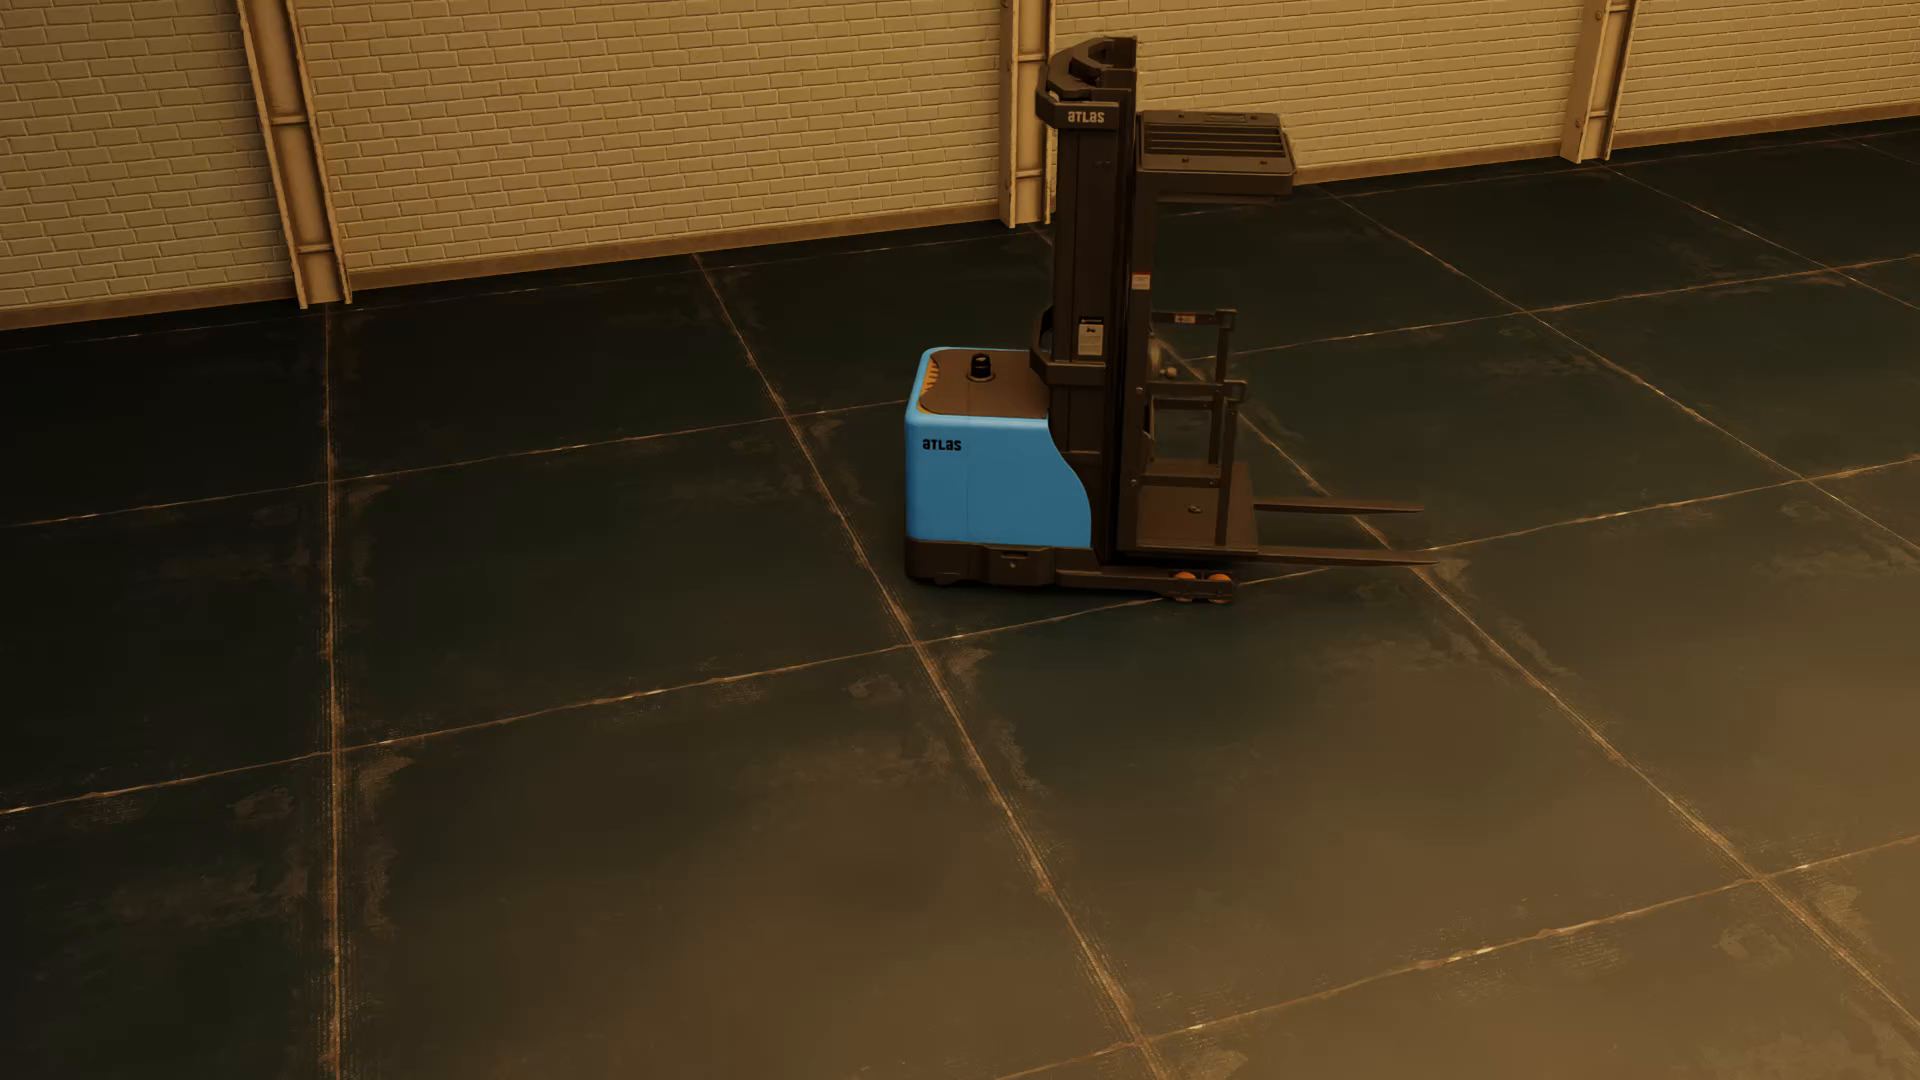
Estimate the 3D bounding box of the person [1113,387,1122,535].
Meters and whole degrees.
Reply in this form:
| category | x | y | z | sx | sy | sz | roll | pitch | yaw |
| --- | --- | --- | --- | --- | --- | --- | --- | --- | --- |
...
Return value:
| category | x | y | z | sx | sy | sz | roll | pitch | yaw |
| --- | --- | --- | --- | --- | --- | --- | --- | --- | --- |
| person | 0.854 | -0.849 | 9.955 | 0.655 | 1.495 | 0.654 | 19 | 35 | 29 |

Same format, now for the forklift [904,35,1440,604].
| category | x | y | z | sx | sy | sz | roll | pitch | yaw |
| --- | --- | --- | --- | --- | --- | --- | --- | --- | --- |
| forklift | 1.229 | -1.189 | 9.154 | 3.031 | 2.935 | 1.130 | 3 | 30 | 5 |
